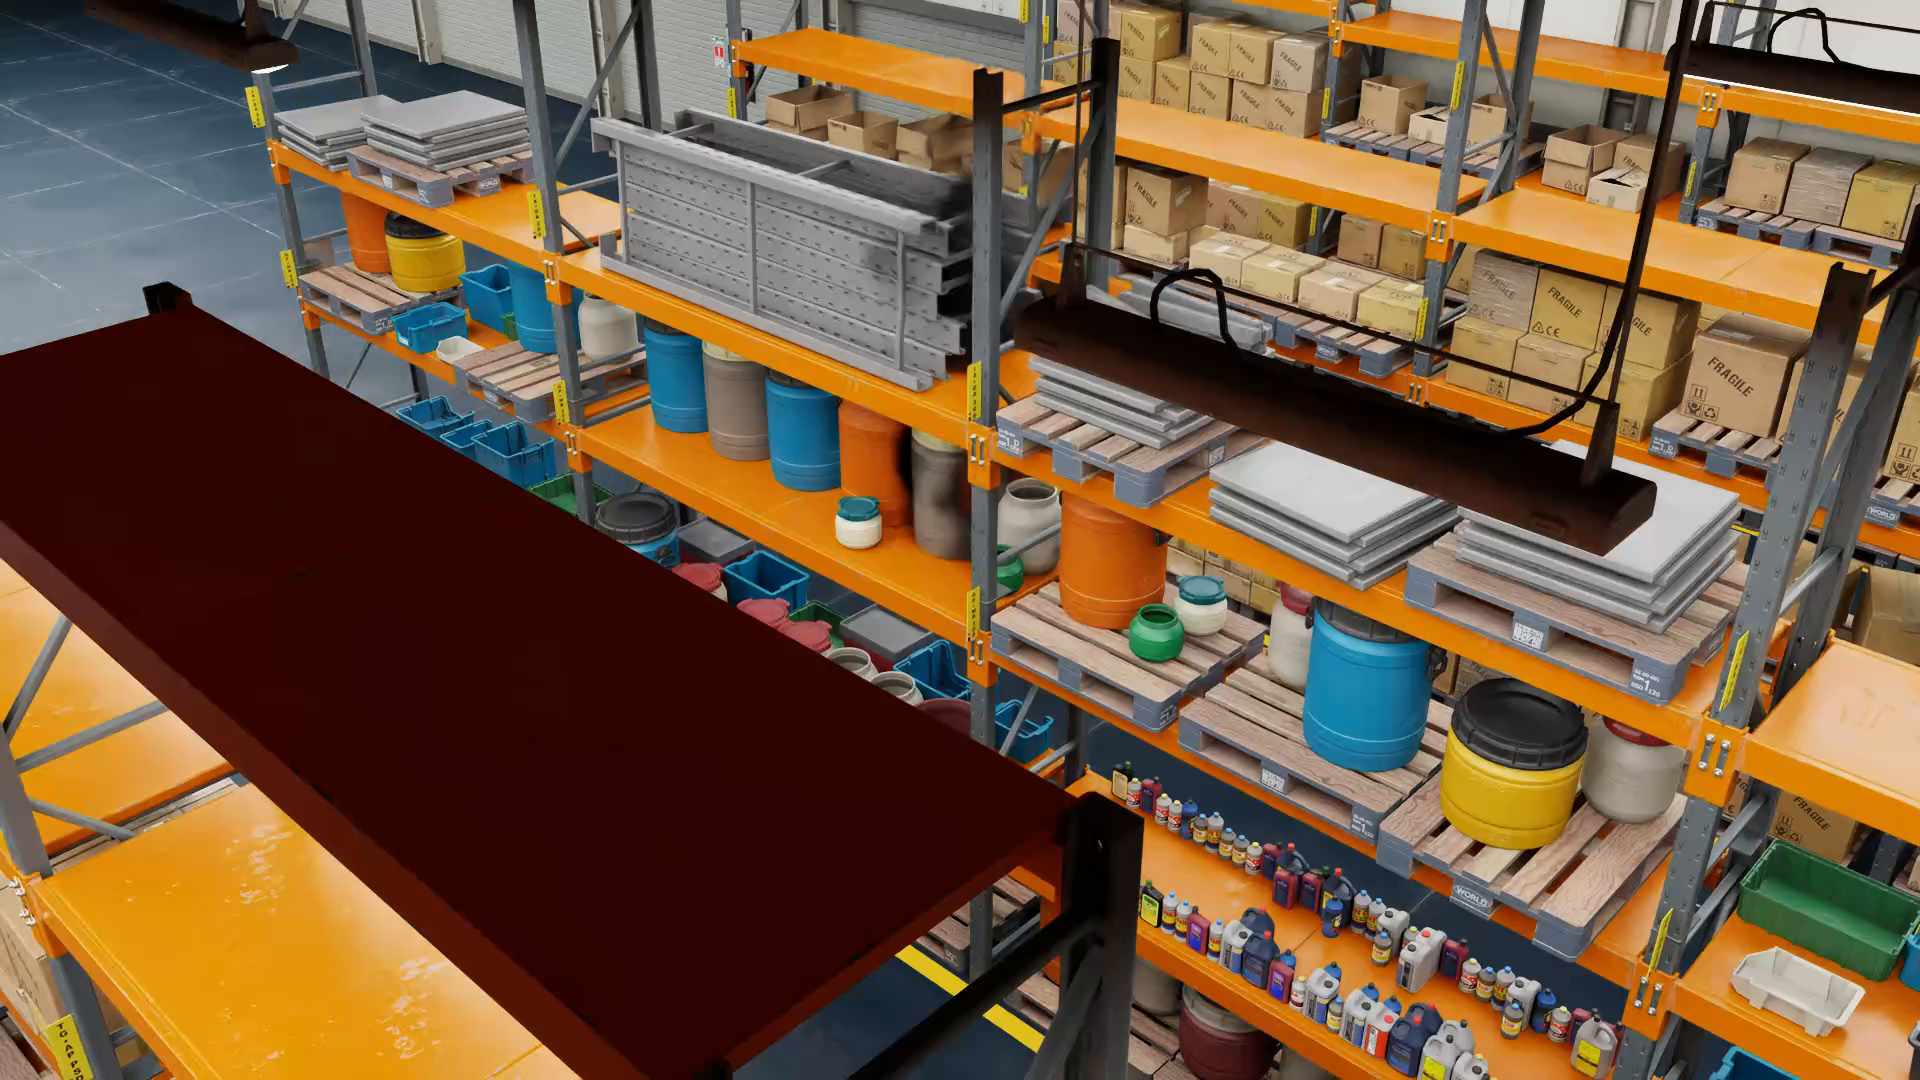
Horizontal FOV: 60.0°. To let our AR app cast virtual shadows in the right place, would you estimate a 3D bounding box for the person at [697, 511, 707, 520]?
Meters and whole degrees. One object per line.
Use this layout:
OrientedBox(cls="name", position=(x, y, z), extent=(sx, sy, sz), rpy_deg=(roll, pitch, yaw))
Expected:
OrientedBox(cls="person", position=(-2.152, -0.249, 14.937), extent=(0.638, 1.727, 0.647), rpy_deg=(20, 35, 31))
